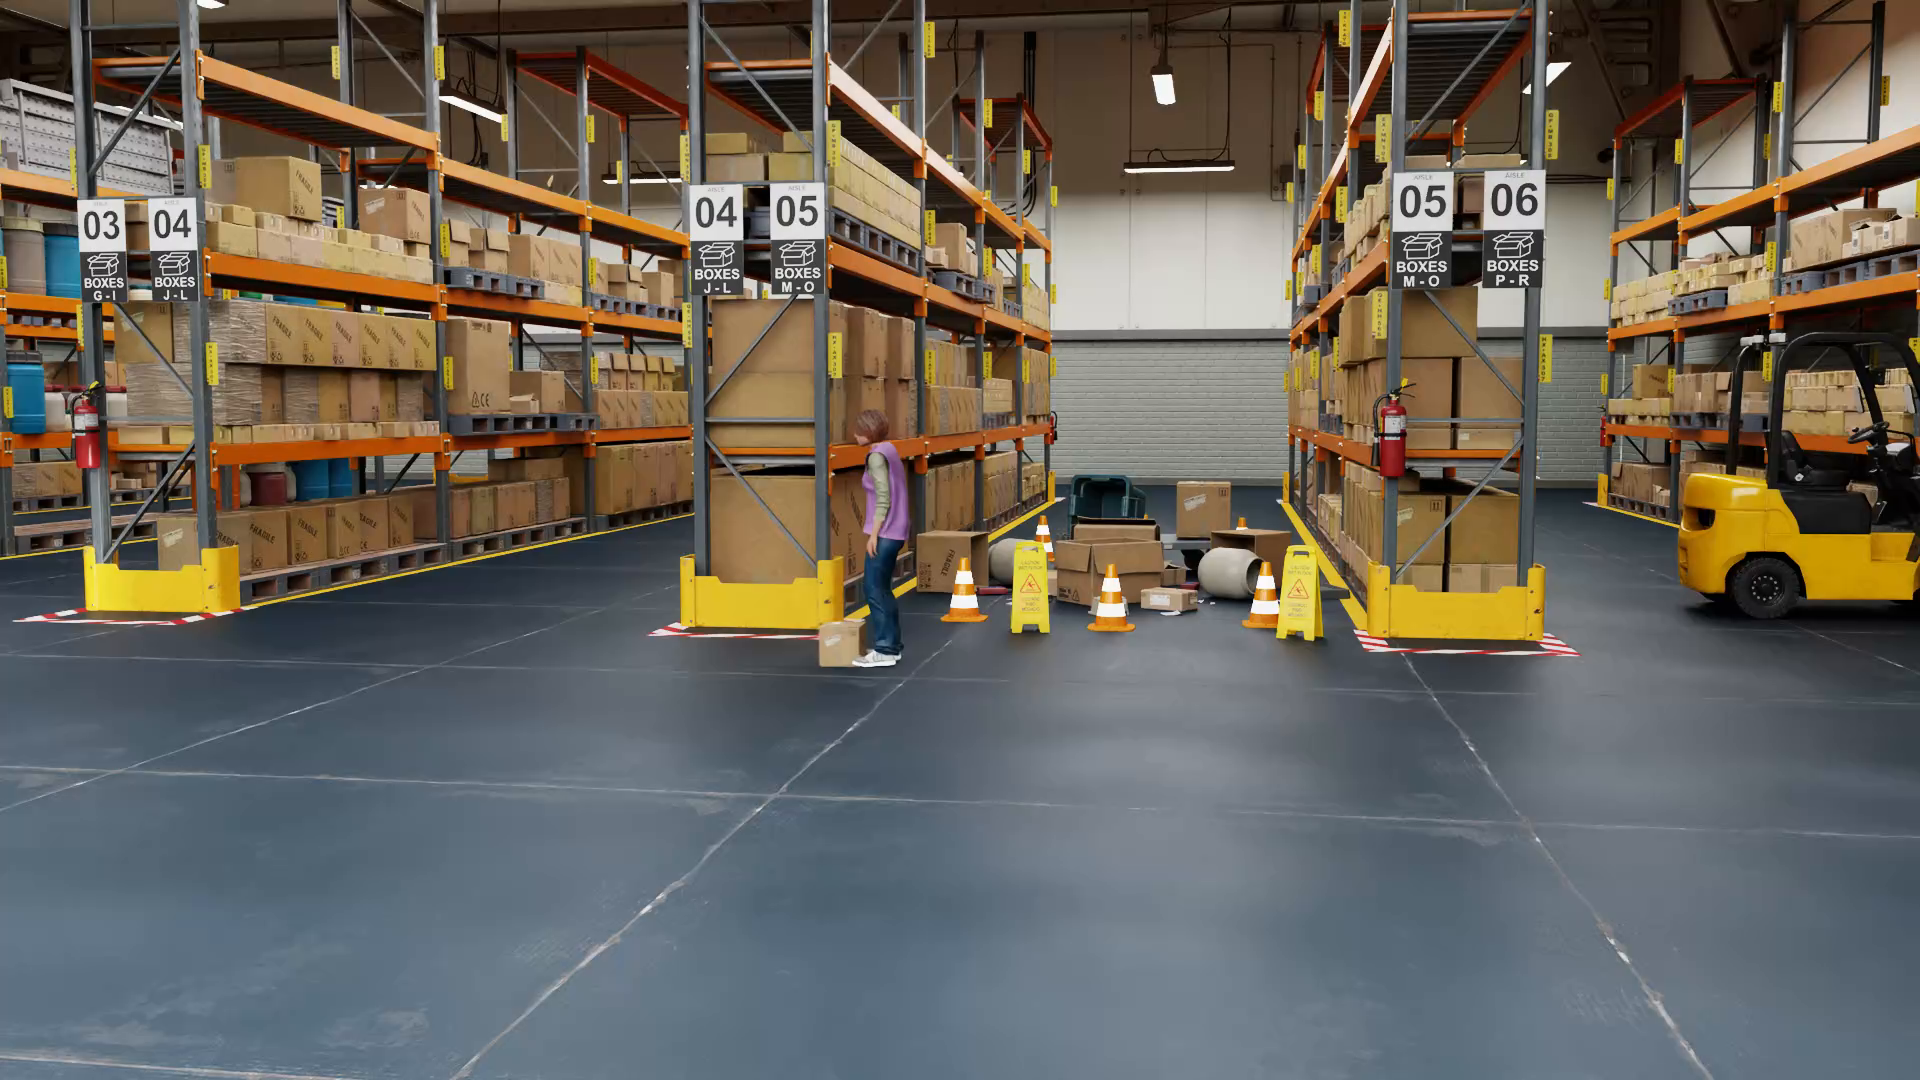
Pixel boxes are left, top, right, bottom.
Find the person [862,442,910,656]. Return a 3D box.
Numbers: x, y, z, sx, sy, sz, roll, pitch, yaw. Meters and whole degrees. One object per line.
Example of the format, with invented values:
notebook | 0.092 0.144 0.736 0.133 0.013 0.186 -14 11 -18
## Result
person | -0.459 0.052 10.324 0.290 1.326 0.457 1 5 6
